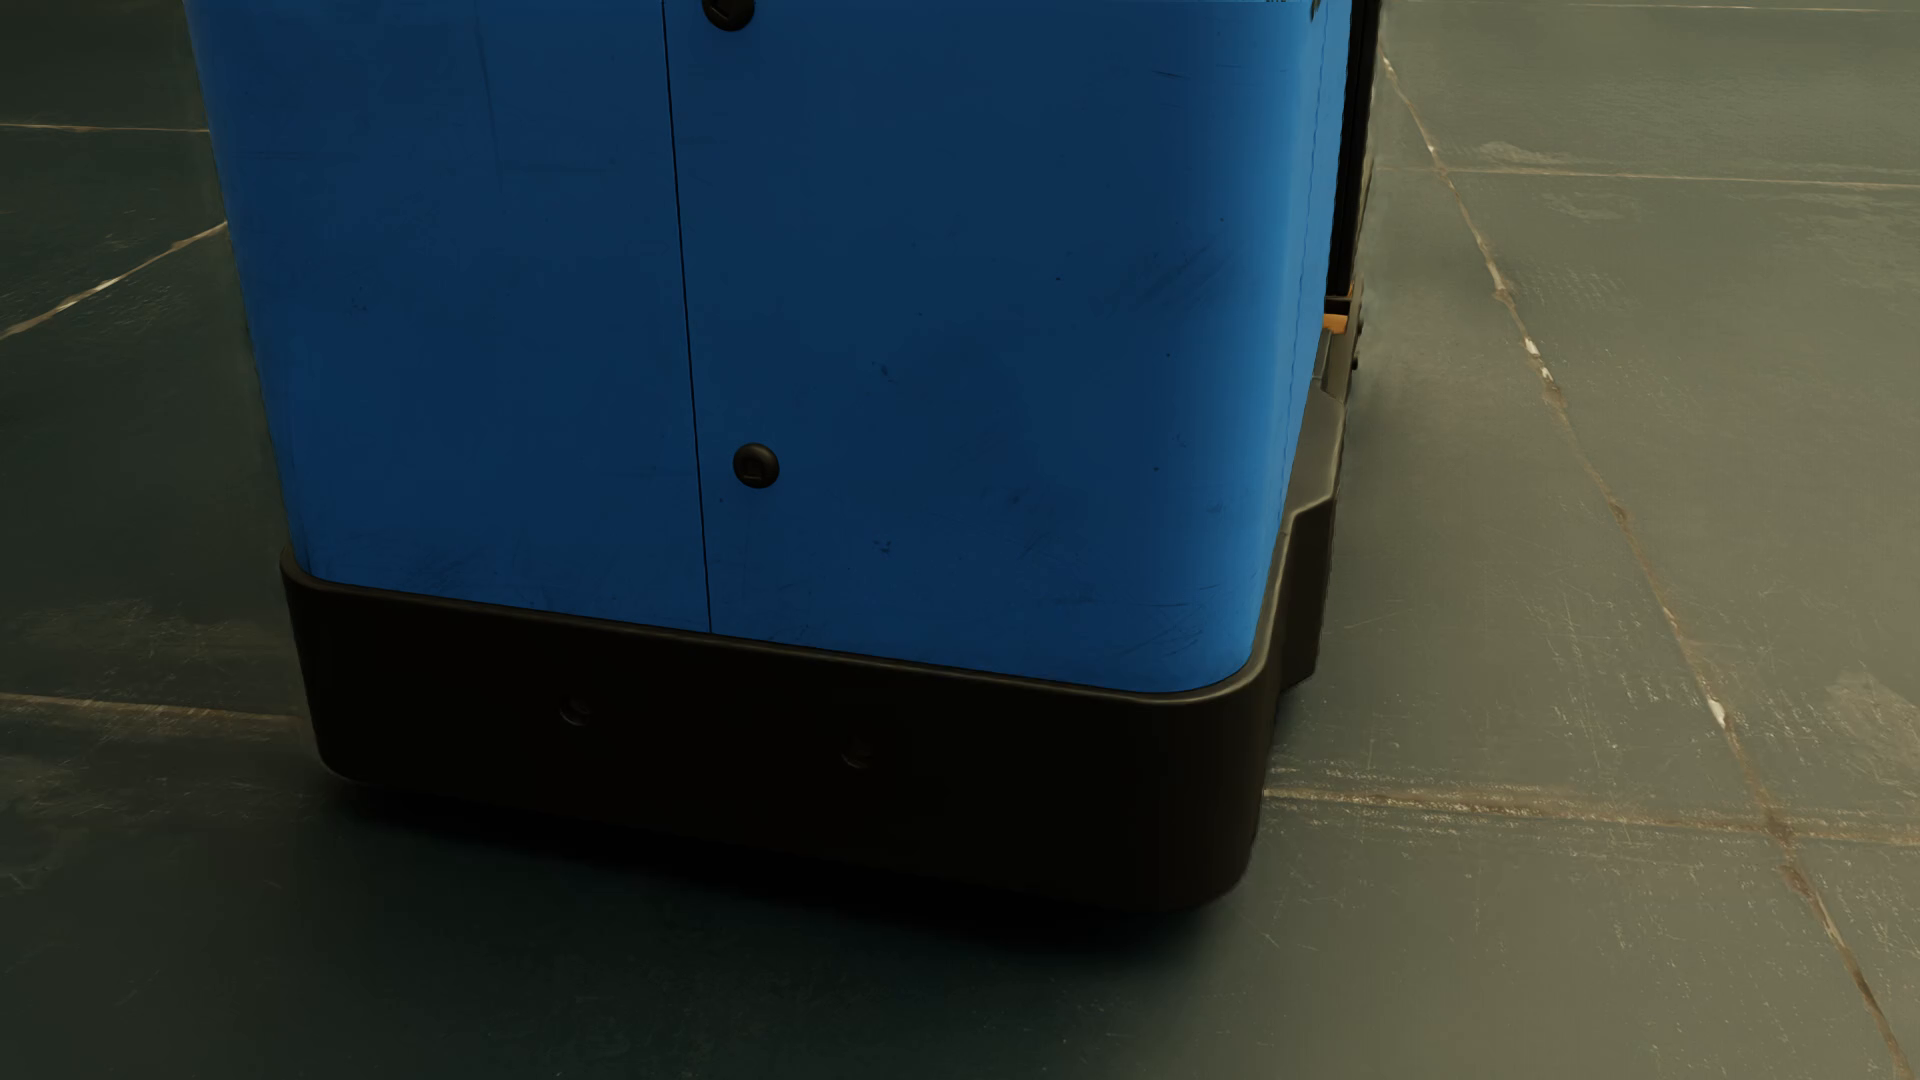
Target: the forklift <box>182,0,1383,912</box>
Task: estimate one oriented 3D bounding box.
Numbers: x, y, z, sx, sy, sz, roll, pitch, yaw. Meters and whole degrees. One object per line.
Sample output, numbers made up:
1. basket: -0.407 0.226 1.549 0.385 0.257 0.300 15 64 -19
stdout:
1. forklift: 0.144 -1.588 2.400 1.130 2.935 3.031 7 27 13
